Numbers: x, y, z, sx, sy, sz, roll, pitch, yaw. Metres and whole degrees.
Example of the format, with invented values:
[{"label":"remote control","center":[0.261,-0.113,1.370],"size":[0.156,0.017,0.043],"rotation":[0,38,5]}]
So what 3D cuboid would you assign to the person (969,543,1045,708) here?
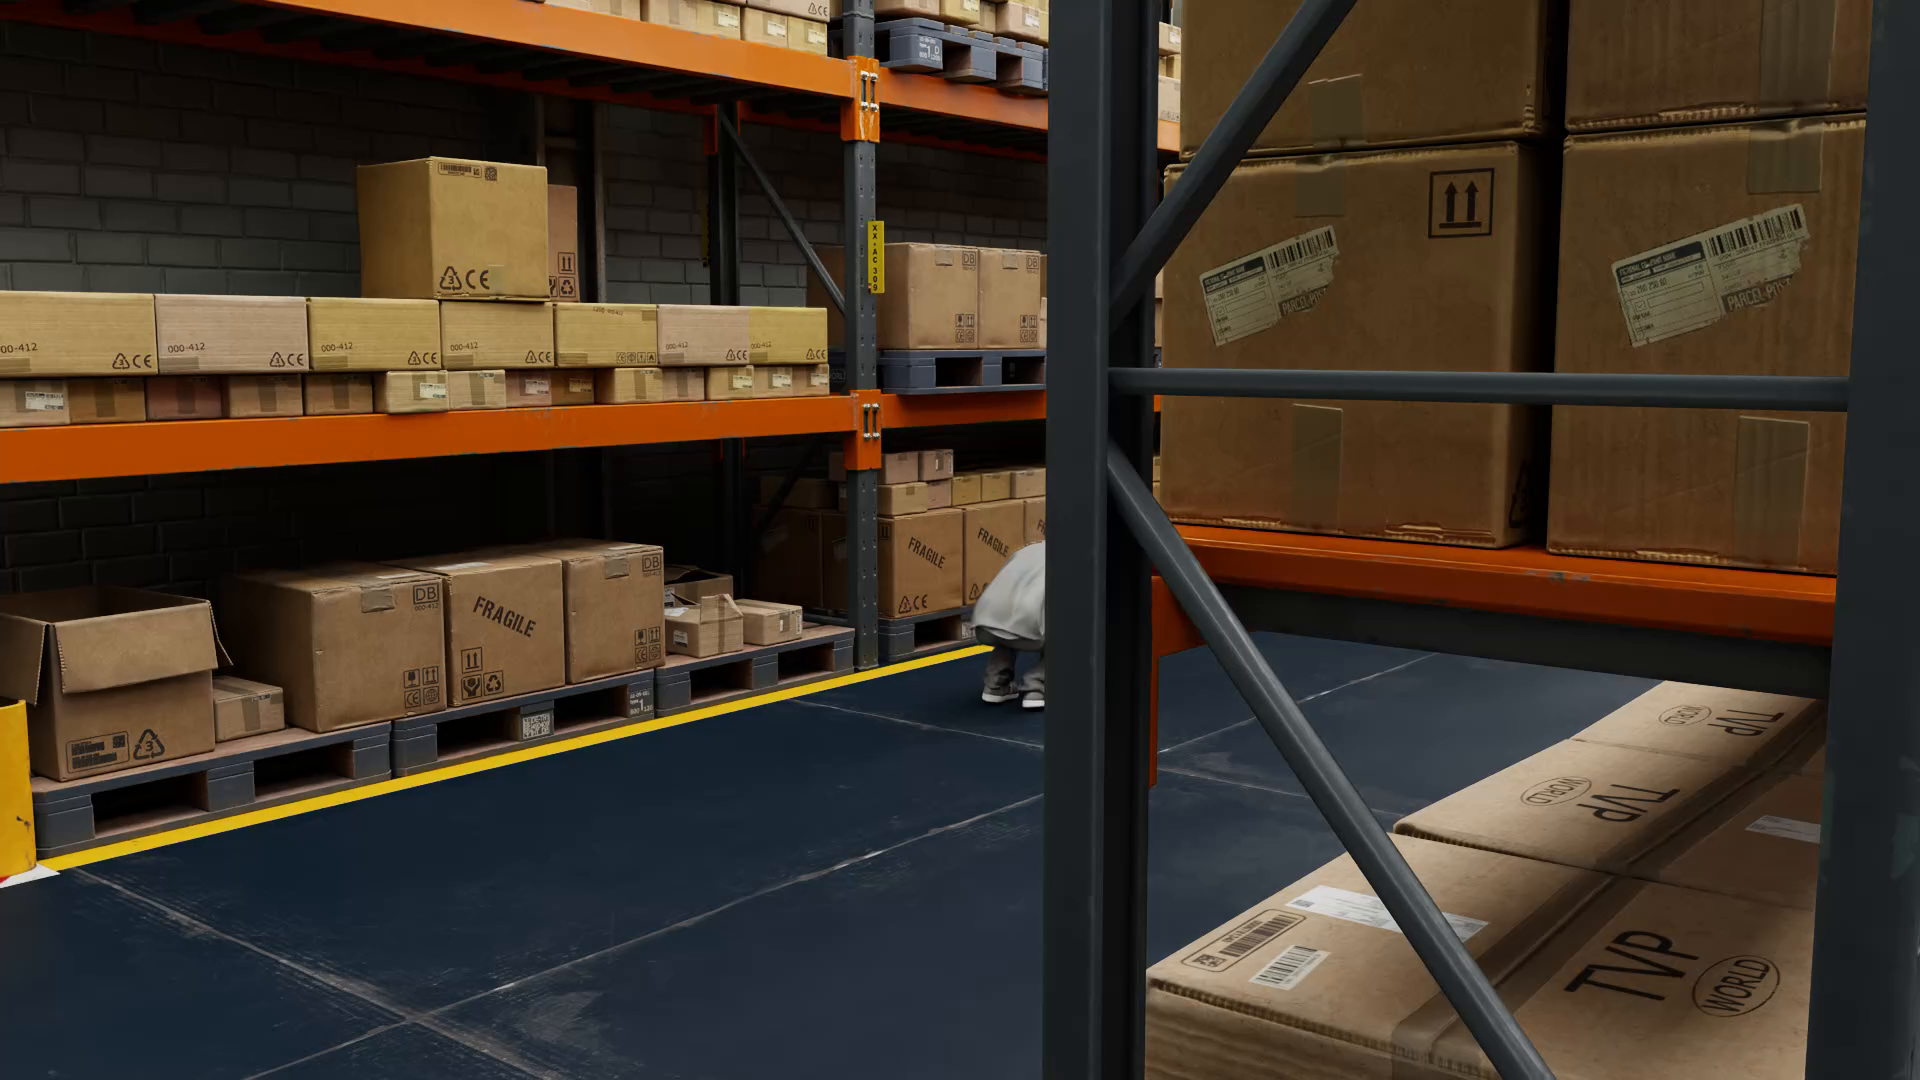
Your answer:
[{"label":"person","center":[0.346,0.359,7.244],"size":[0.435,0.765,0.822],"rotation":[5,8,35]}]
